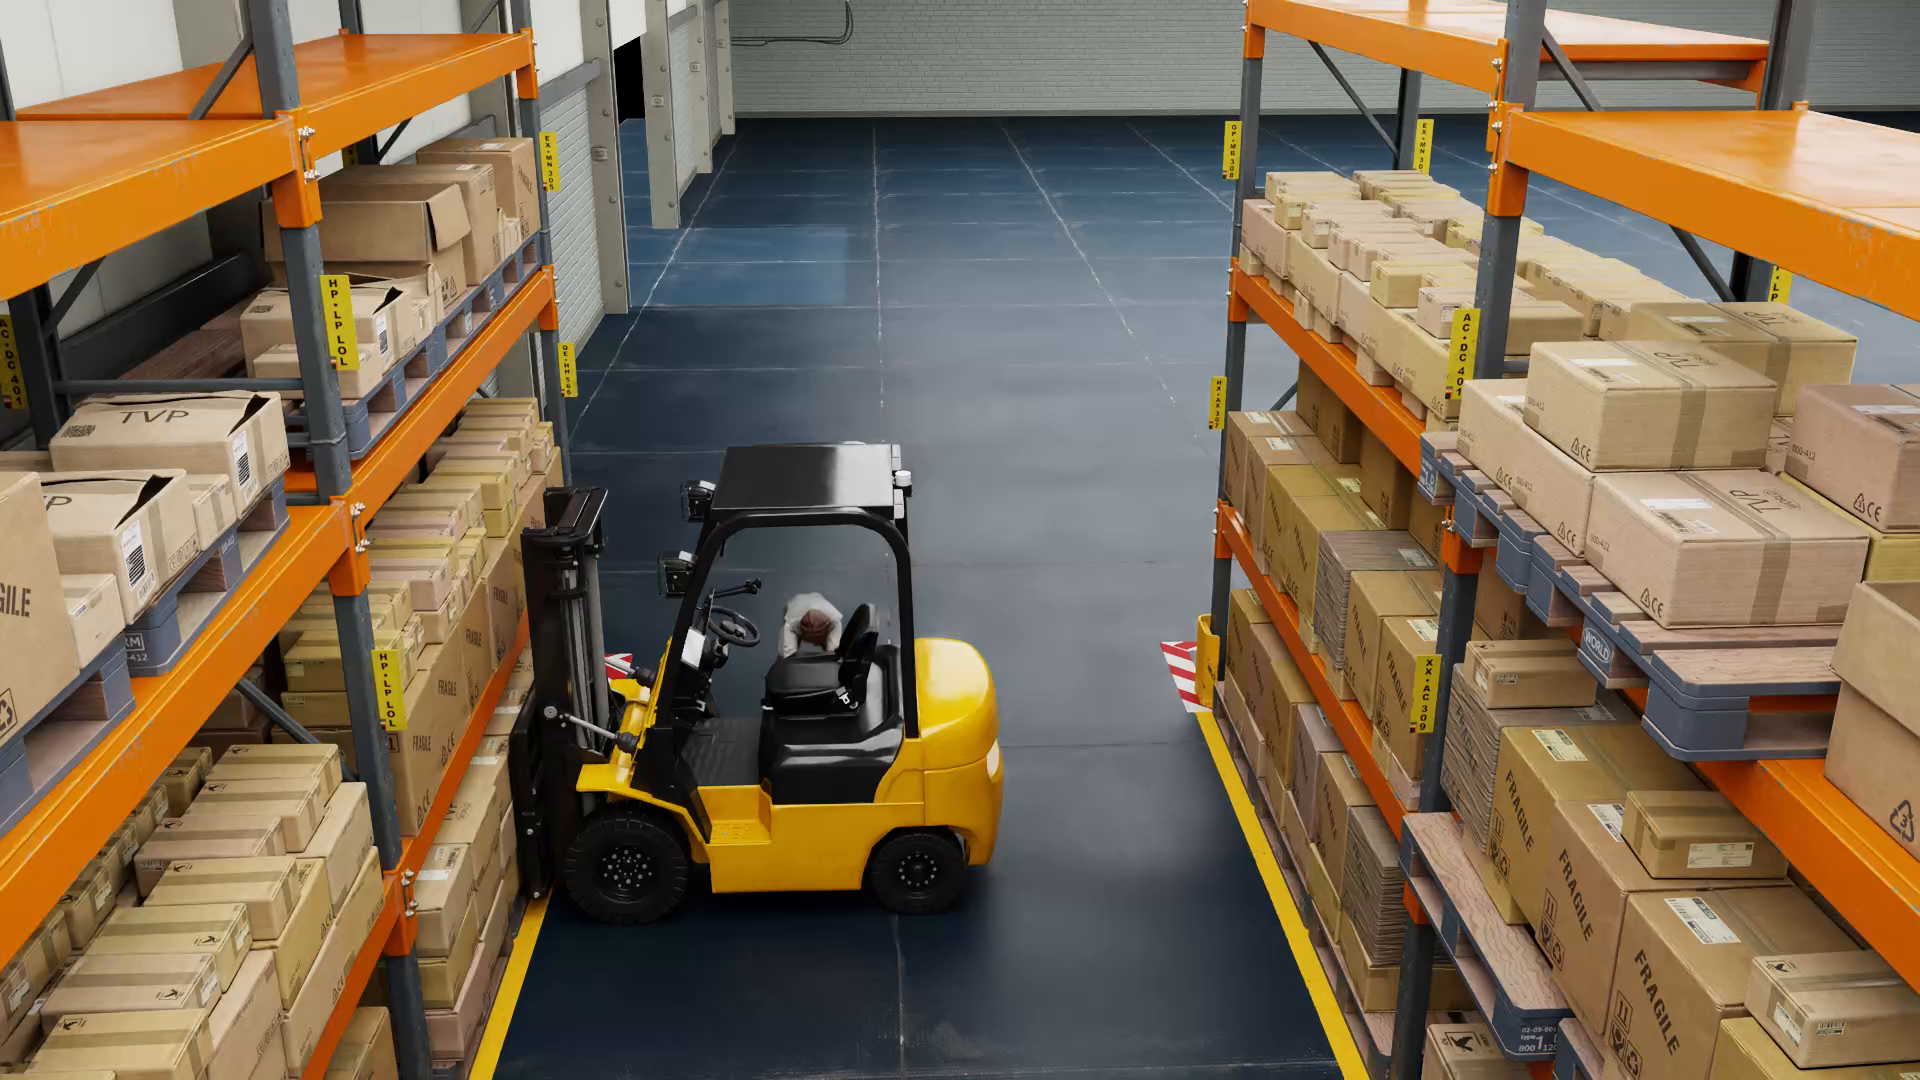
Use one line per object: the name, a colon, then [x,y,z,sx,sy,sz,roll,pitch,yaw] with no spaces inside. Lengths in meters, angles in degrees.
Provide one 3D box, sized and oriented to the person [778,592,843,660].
person: [-0.954,0.683,10.648,0.430,0.747,0.843,-1,21,-4]
